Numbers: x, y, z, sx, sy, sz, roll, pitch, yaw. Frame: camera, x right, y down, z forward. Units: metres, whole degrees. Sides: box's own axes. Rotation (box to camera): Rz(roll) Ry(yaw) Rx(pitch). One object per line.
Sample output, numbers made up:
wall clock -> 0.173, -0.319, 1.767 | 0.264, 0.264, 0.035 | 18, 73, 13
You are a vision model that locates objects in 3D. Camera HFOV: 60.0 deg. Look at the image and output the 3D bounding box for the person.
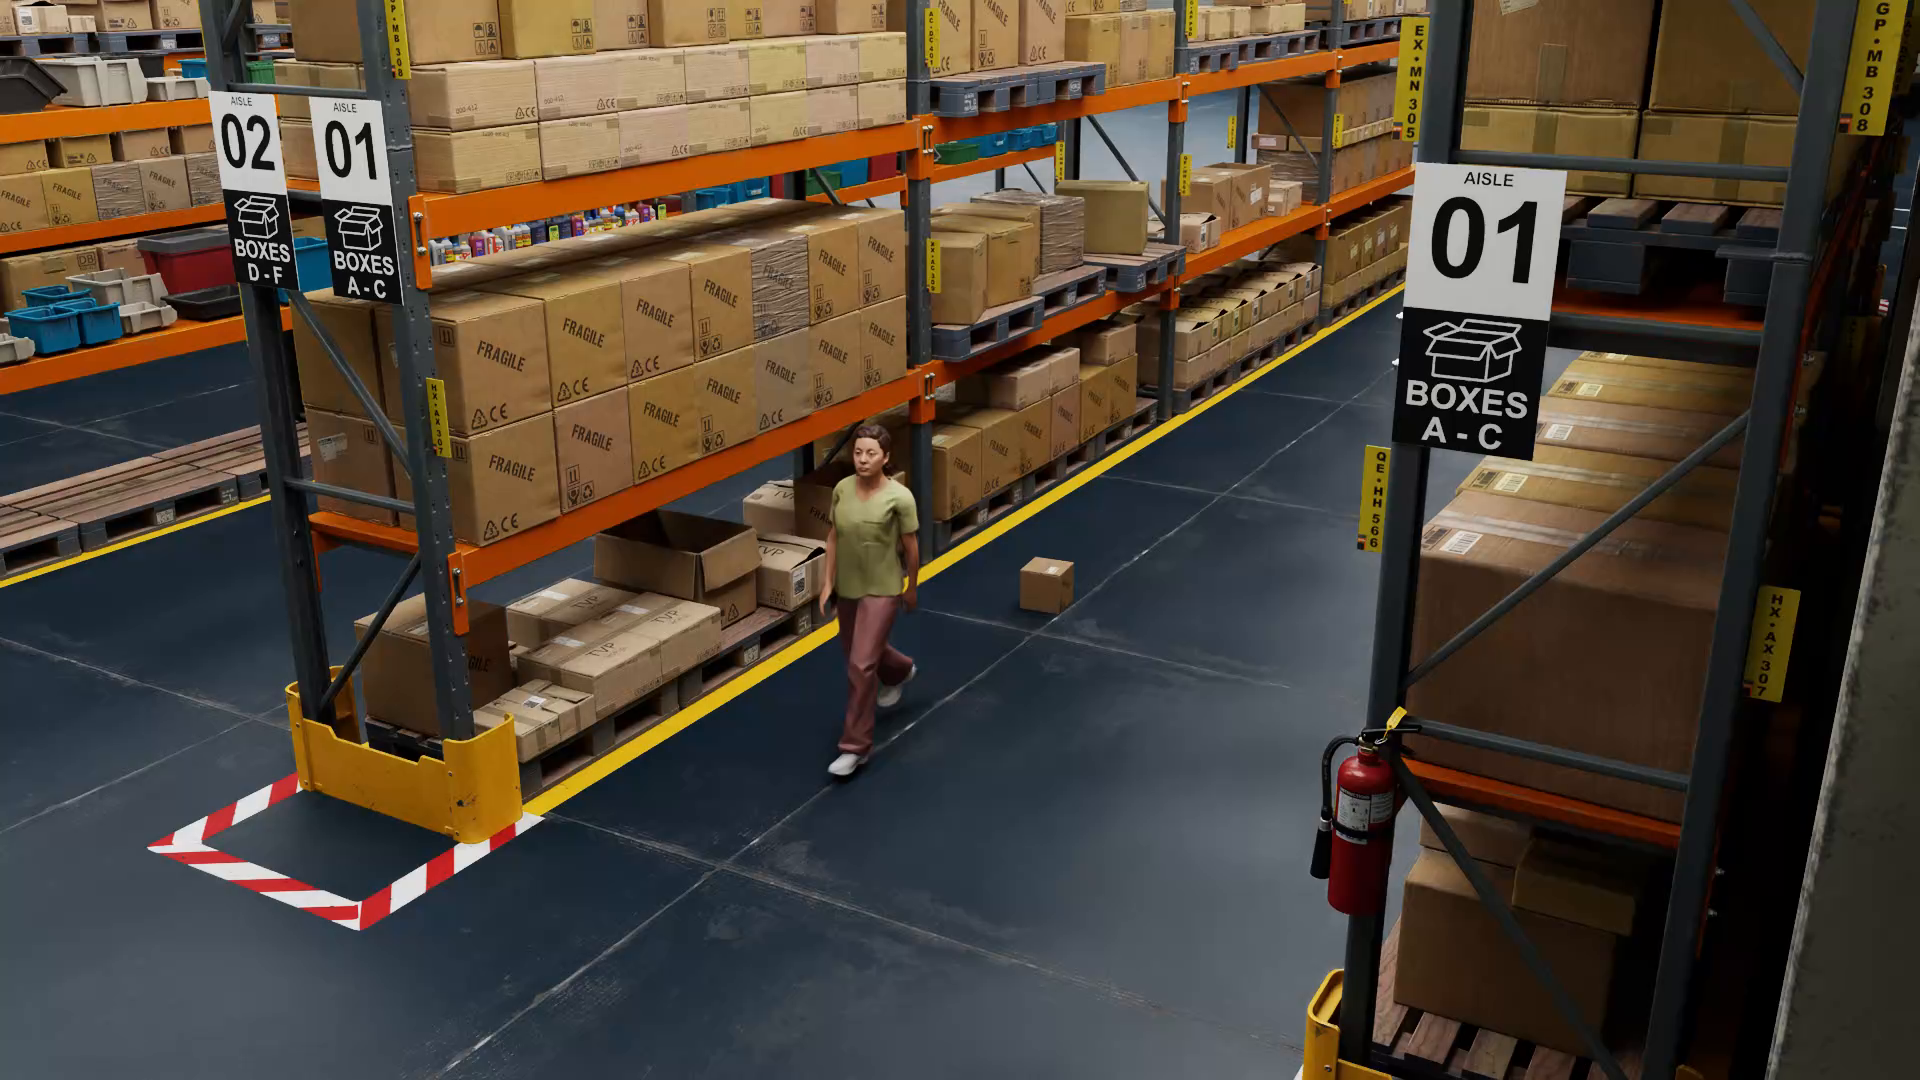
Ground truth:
person -> -0.426, 0.228, 8.023 | 0.441, 1.626, 0.968 | 10, 22, 27
